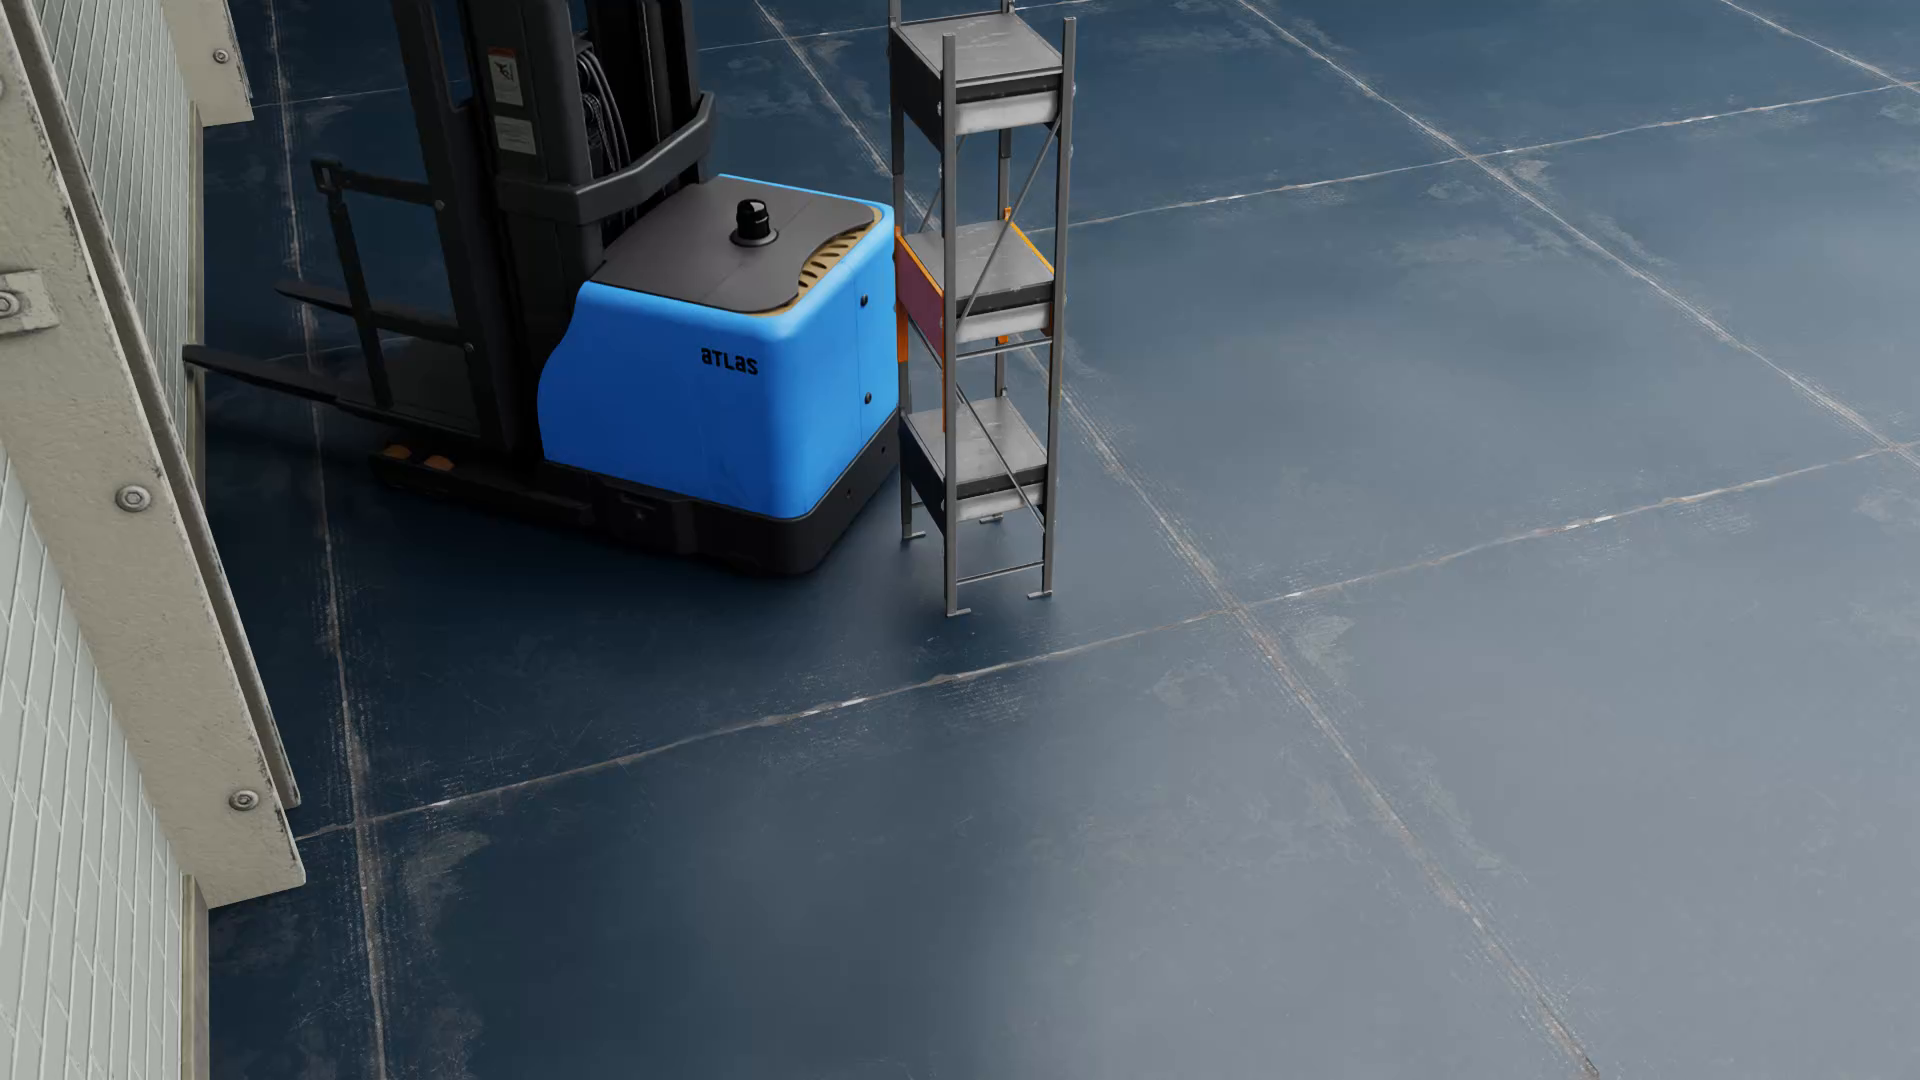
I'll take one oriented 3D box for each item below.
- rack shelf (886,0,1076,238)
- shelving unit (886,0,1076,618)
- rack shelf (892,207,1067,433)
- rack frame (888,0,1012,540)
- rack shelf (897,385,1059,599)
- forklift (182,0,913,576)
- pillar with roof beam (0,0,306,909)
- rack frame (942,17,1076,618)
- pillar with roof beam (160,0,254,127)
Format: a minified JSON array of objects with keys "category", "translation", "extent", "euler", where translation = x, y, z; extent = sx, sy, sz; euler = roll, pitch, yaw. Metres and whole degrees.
[{"category":"rack shelf","translation":[0.057,-1.293,5.081],"extent":[0.431,0.518,0.480],"euler":[-12,39,-16]},{"category":"shelving unit","translation":[0.057,-0.745,5.494],"extent":[0.431,2.100,0.503],"euler":[-12,39,-16]},{"category":"rack shelf","translation":[0.057,-0.734,5.502],"extent":[0.431,0.518,0.480],"euler":[-12,39,-16]},{"category":"rack frame","translation":[-0.027,-0.883,5.677],"extent":[0.400,2.100,0.015],"euler":[-12,39,-16]},{"category":"rack shelf","translation":[0.057,-0.175,5.923],"extent":[0.431,0.518,0.480],"euler":[-12,39,-16]},{"category":"forklift","translation":[-1.752,-1.609,5.949],"extent":[3.031,2.935,1.130],"euler":[14,39,18]},{"category":"pillar with roof beam","translation":[1.900,-3.551,3.485],"extent":[9.100,9.000,0.400],"euler":[-12,39,-16]},{"category":"rack frame","translation":[0.141,-0.607,5.311],"extent":[0.400,2.100,0.015],"euler":[-12,39,-16]},{"category":"pillar with roof beam","translation":[-0.165,-6.940,7.985],"extent":[9.100,9.000,0.400],"euler":[-12,39,-16]}]
